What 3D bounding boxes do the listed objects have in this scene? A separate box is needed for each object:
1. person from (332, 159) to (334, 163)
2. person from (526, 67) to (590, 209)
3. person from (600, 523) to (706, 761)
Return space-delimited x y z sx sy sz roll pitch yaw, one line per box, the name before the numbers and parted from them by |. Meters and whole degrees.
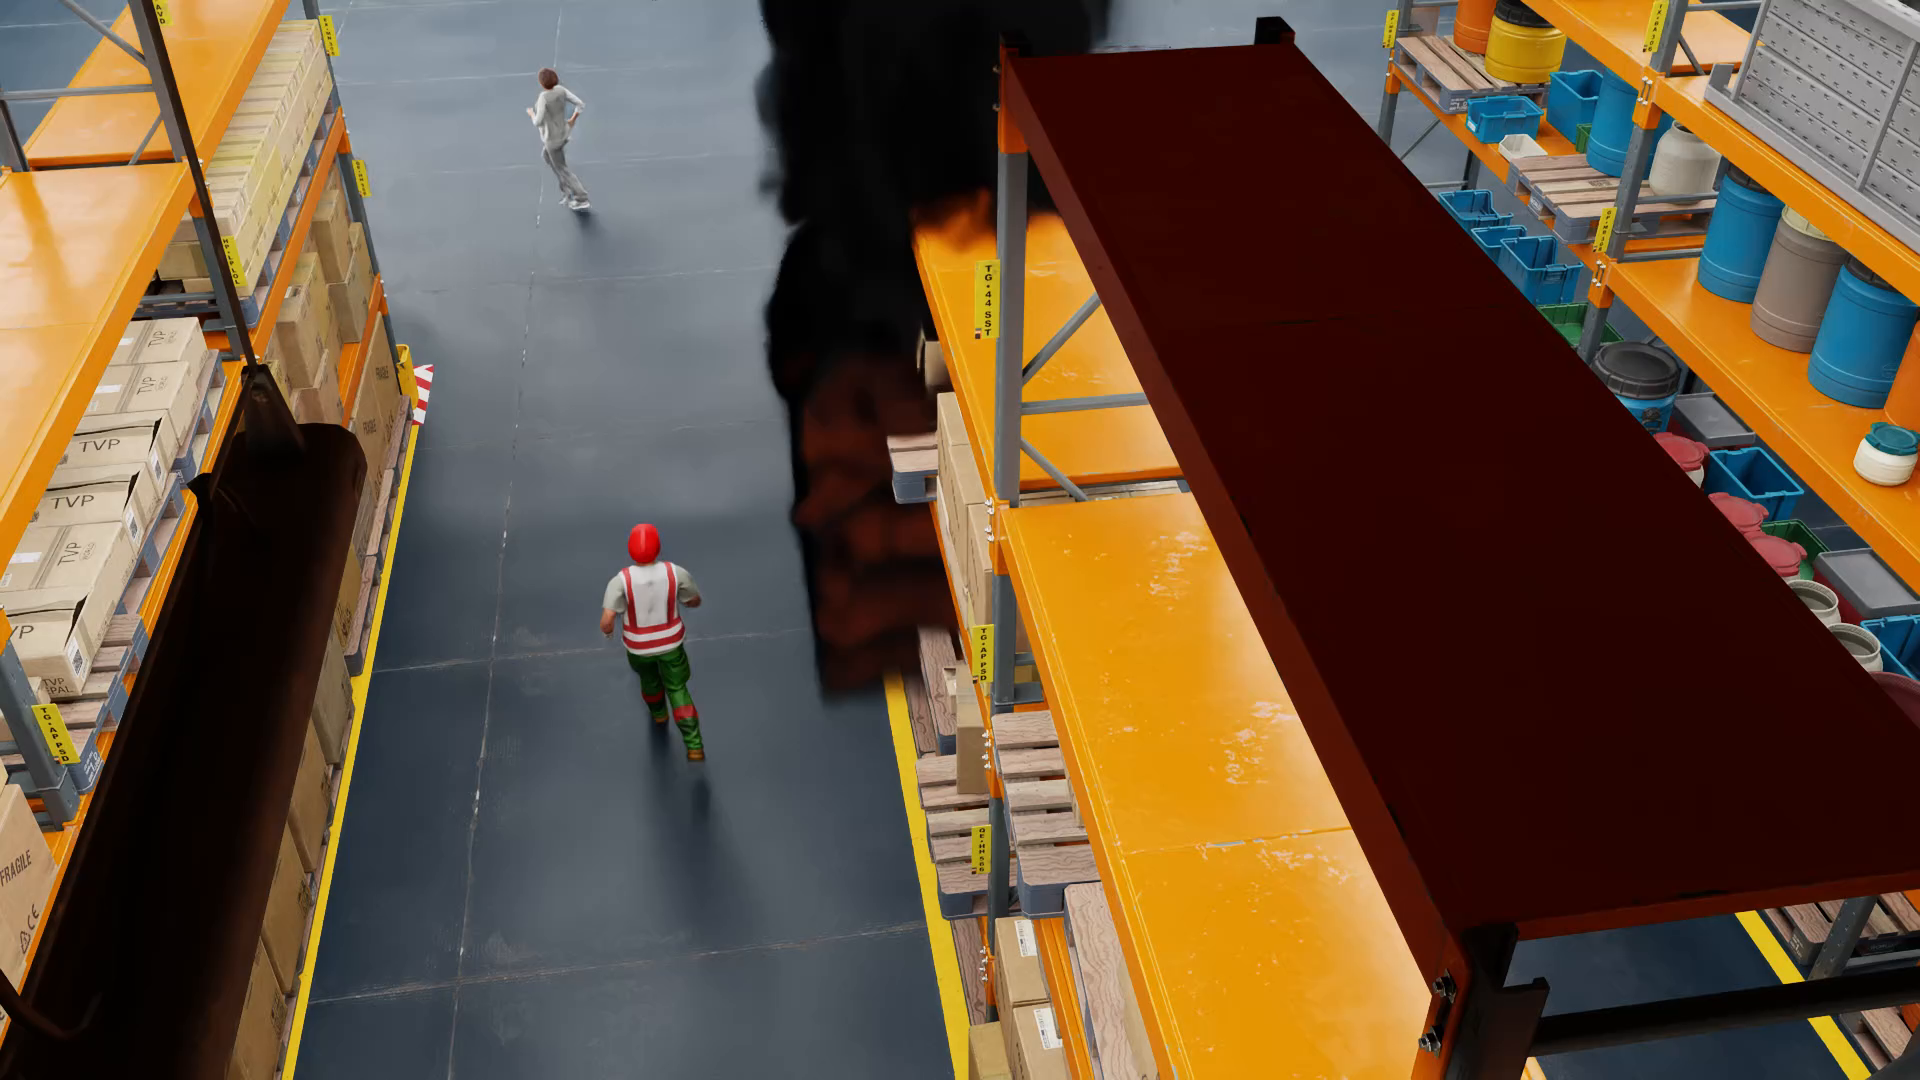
person | -6.538 -3.381 16.656 0.713 1.707 0.828 -29 45 -34
person | -4.365 -4.340 18.012 0.682 1.617 0.503 13 38 17
person | -2.006 0.707 10.983 0.669 1.794 0.991 -9 37 -12
